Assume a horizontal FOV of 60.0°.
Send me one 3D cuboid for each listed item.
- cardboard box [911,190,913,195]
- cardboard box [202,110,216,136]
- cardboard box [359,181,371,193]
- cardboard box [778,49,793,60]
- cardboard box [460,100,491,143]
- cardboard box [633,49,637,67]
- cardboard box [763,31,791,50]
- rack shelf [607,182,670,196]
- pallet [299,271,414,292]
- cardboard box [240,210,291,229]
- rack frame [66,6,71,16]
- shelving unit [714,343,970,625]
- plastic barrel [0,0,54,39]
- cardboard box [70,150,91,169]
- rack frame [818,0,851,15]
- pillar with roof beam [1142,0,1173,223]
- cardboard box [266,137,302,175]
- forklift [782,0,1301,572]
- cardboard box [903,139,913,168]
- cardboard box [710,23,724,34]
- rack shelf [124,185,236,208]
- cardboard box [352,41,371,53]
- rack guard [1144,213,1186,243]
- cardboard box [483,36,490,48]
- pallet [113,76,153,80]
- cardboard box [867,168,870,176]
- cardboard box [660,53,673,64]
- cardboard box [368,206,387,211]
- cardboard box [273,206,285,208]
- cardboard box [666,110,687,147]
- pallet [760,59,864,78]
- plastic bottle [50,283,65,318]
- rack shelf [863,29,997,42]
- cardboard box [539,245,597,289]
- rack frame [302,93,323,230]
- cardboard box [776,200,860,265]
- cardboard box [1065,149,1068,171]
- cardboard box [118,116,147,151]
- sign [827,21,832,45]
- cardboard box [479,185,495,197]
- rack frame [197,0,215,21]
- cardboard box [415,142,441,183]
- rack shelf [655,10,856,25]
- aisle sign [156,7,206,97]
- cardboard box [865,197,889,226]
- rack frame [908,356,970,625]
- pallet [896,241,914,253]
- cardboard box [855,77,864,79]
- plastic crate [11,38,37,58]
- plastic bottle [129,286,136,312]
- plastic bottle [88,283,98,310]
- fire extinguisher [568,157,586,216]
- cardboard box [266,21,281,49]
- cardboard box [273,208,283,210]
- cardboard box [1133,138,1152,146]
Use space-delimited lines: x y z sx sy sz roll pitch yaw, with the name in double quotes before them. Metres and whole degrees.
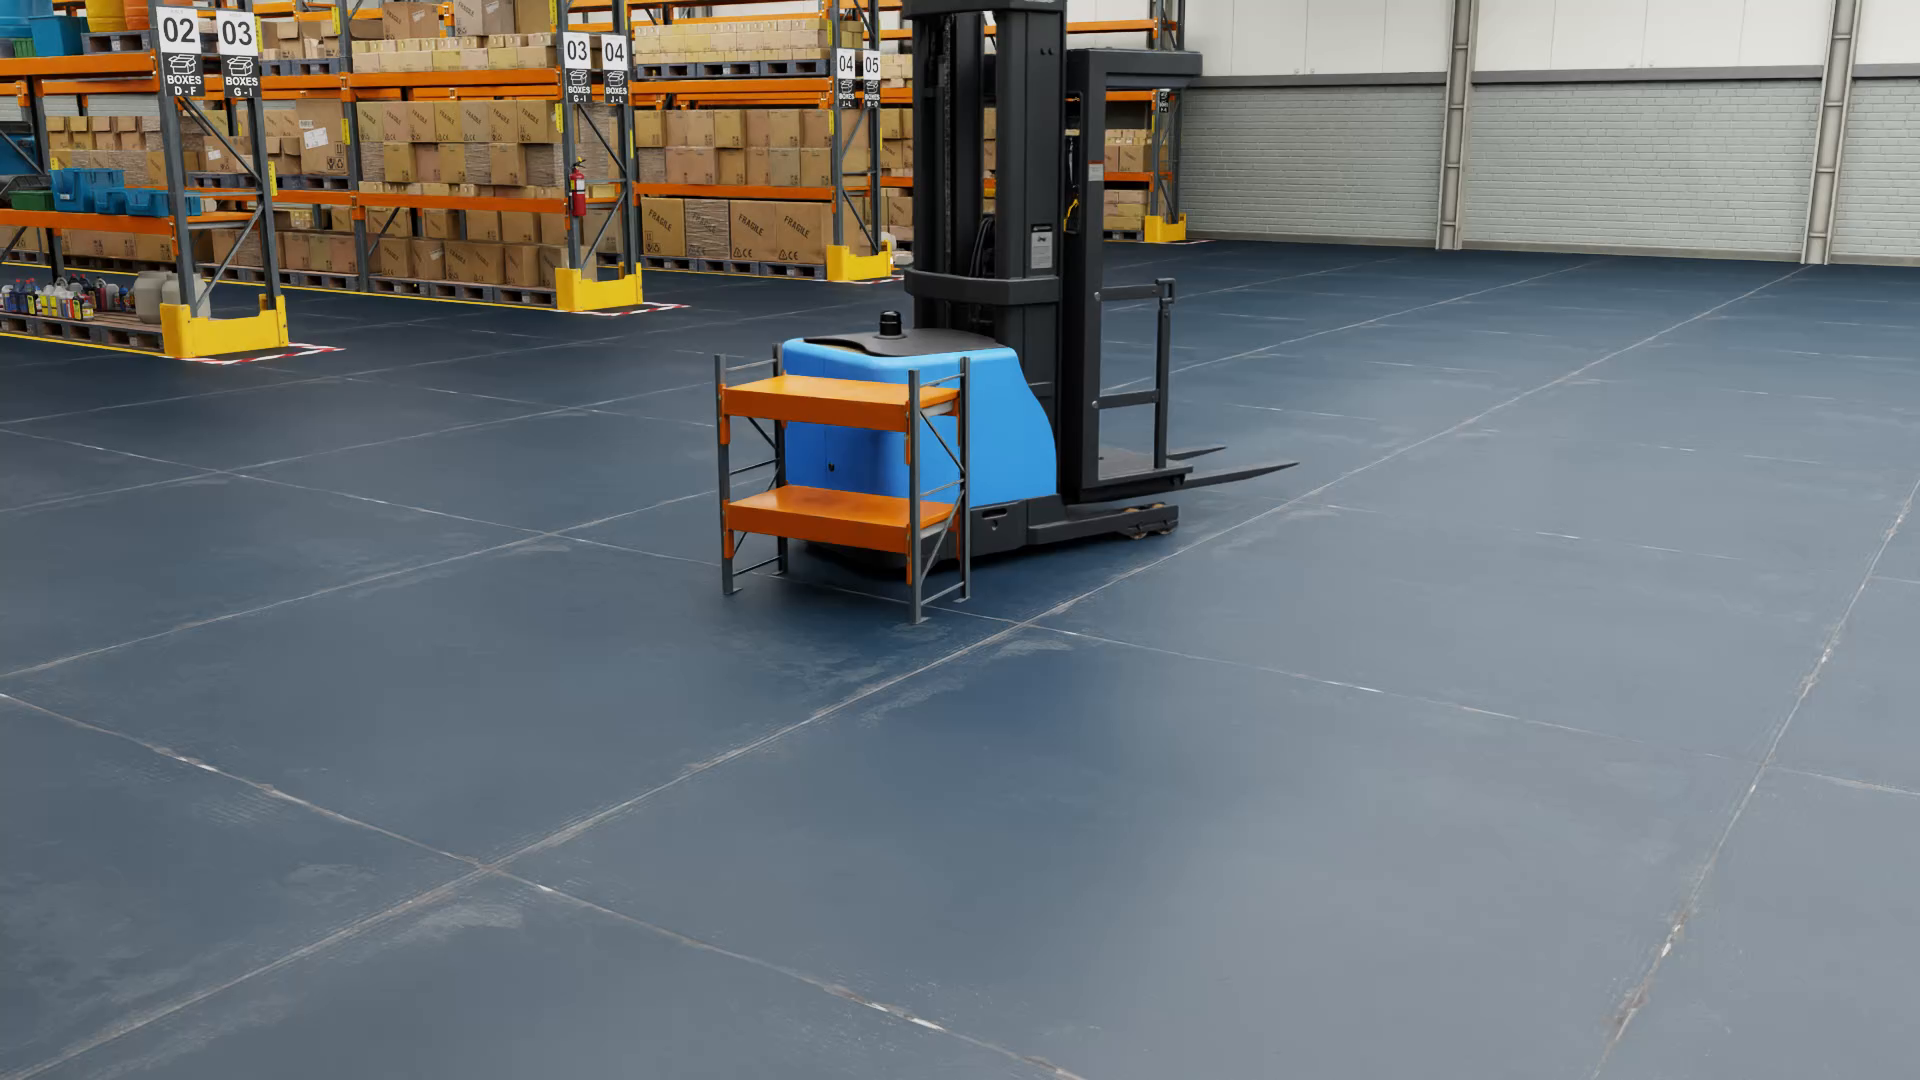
"cardboard box" -1.062 -7.132 35.461 0.625 0.625 0.875 8 16 31
"cardboard box" -14.115 -7.925 31.686 0.500 0.500 0.500 10 17 34
"cardboard box" -7.646 -4.631 21.810 0.250 0.149 0.380 9 17 33
"cardboard box" -2.372 -6.912 23.702 0.250 0.149 0.380 9 17 34
"cardboard box" -5.763 -5.141 20.441 0.500 0.500 0.500 9 17 33
"cardboard box" -5.166 -7.591 26.200 0.396 0.266 0.258 9 16 32
"cardboard box" -2.462 -7.138 23.783 0.500 0.250 0.500 9 17 33
"rack shelf" -6.464 -5.736 27.249 4.000 0.370 1.077 9 17 33
"pallet" -8.303 -3.592 22.894 1.213 0.211 1.003 9 17 33
"cardboard box" -9.957 -4.589 23.845 0.500 0.250 0.500 12 18 39
"rack frame" -14.294 -8.826 25.751 0.127 3.000 1.000 9 17 33
"shelving unit" -0.533 -0.284 7.630 1.048 1.125 0.538 7 16 28
"plastic barrel" -9.654 -5.602 17.052 0.708 0.901 0.600 9 17 33
"cardboard box" -13.220 -5.717 25.467 0.500 0.500 0.500 9 16 32
"rack frame" -2.677 -11.256 35.567 0.127 3.000 1.000 9 17 33
"pillar with roof beam" 1.484 -9.598 28.868 0.400 9.000 9.100 9 17 33
"cardboard box" -9.146 -5.309 22.940 0.637 0.503 0.797 11 18 38
"forklift" 0.566 -1.518 8.857 3.031 2.935 1.130 -10 17 -34
"cardboard box" -0.647 -6.699 28.816 0.500 0.500 0.500 9 17 33
"cardboard box" -3.429 -7.470 24.295 0.250 0.149 0.380 9 17 33
"rack shelf" -12.635 -5.297 25.475 4.000 0.370 1.077 9 17 33
"cardboard box" -7.558 -6.313 21.324 0.250 0.149 0.380 9 16 31
"rack guard" 3.981 -6.054 32.241 0.348 0.500 1.175 9 17 33
"cardboard box" -5.538 -6.017 20.127 0.250 0.149 0.380 9 17 33
"pallet" -11.539 -6.818 24.274 1.003 0.211 1.213 10 17 35
"cardboard box" -1.567 -6.536 29.507 0.250 0.149 0.380 9 17 33
"cardboard box" -4.270 -7.219 24.940 0.250 0.149 0.380 9 17 33
"cardboard box" -10.113 -5.952 29.393 0.500 0.250 0.500 10 17 35
"cardboard box" -13.128 -6.330 31.973 0.250 0.149 0.380 9 16 31
"cardboard box" -3.996 -6.307 25.499 0.550 0.550 0.875 9 17 33
"pallet" -2.106 -6.791 23.955 1.213 0.211 1.003 9 17 33
"plastic bottle" -9.319 -2.483 17.209 0.185 0.351 0.144 10 17 35
"rack shelf" -1.018 -10.444 34.618 4.000 0.370 1.077 9 17 33
"cardboard box" -4.846 -3.382 20.573 0.500 0.500 0.500 13 19 43
"rack frame" -11.442 -6.890 30.413 0.127 3.000 1.000 9 17 33
"cardboard box" -2.085 -4.531 24.431 0.875 0.875 0.875 9 17 33
"cardboard box" 2.132 -7.539 32.826 0.500 0.500 0.500 9 17 33
"cardboard box" -12.112 -6.103 24.937 0.637 0.503 0.797 10 17 34
"sign" -1.799 -7.021 23.025 0.005 0.325 0.100 9 17 33
"cardboard box" -5.735 -4.344 20.654 0.250 0.149 0.380 9 17 33
"rack frame" -14.761 -10.338 31.859 0.127 3.000 1.000 9 17 33
"cardboard box" -6.451 -4.841 21.308 0.500 0.500 0.875 9 17 33
"rack shelf" -3.785 -9.454 30.617 4.000 0.370 1.077 9 17 33
"aisle sign" -7.207 -4.510 15.391 0.004 0.787 0.394 9 17 33
"cardboard box" -1.336 -5.848 29.493 0.500 0.500 0.500 10 17 35
"rack frame" -0.087 -0.226 7.394 0.032 1.125 0.500 7 16 28
"pallet" -0.532 -5.217 29.460 1.213 0.211 1.003 9 17 33
"cardboard box" -1.480 -8.164 29.011 0.500 0.250 0.500 9 17 32
"plastic crate" -9.263 -4.941 16.740 0.450 0.188 0.336 9 17 33
"plastic bottle" -8.799 -2.571 17.730 0.097 0.271 0.097 0 14 0
"plastic bottle" -9.334 -2.627 17.930 0.133 0.283 0.061 9 17 33
"fire extinguisher" -4.499 -4.160 19.547 0.183 0.674 0.296 9 17 33
"cardboard box" -9.606 -6.975 23.266 0.500 0.500 0.500 10 17 34
"cardboard box" -12.776 -6.121 31.128 0.250 0.149 0.380 8 16 30
"cardboard box" 3.517 -7.625 31.826 0.250 0.149 0.380 9 17 34
